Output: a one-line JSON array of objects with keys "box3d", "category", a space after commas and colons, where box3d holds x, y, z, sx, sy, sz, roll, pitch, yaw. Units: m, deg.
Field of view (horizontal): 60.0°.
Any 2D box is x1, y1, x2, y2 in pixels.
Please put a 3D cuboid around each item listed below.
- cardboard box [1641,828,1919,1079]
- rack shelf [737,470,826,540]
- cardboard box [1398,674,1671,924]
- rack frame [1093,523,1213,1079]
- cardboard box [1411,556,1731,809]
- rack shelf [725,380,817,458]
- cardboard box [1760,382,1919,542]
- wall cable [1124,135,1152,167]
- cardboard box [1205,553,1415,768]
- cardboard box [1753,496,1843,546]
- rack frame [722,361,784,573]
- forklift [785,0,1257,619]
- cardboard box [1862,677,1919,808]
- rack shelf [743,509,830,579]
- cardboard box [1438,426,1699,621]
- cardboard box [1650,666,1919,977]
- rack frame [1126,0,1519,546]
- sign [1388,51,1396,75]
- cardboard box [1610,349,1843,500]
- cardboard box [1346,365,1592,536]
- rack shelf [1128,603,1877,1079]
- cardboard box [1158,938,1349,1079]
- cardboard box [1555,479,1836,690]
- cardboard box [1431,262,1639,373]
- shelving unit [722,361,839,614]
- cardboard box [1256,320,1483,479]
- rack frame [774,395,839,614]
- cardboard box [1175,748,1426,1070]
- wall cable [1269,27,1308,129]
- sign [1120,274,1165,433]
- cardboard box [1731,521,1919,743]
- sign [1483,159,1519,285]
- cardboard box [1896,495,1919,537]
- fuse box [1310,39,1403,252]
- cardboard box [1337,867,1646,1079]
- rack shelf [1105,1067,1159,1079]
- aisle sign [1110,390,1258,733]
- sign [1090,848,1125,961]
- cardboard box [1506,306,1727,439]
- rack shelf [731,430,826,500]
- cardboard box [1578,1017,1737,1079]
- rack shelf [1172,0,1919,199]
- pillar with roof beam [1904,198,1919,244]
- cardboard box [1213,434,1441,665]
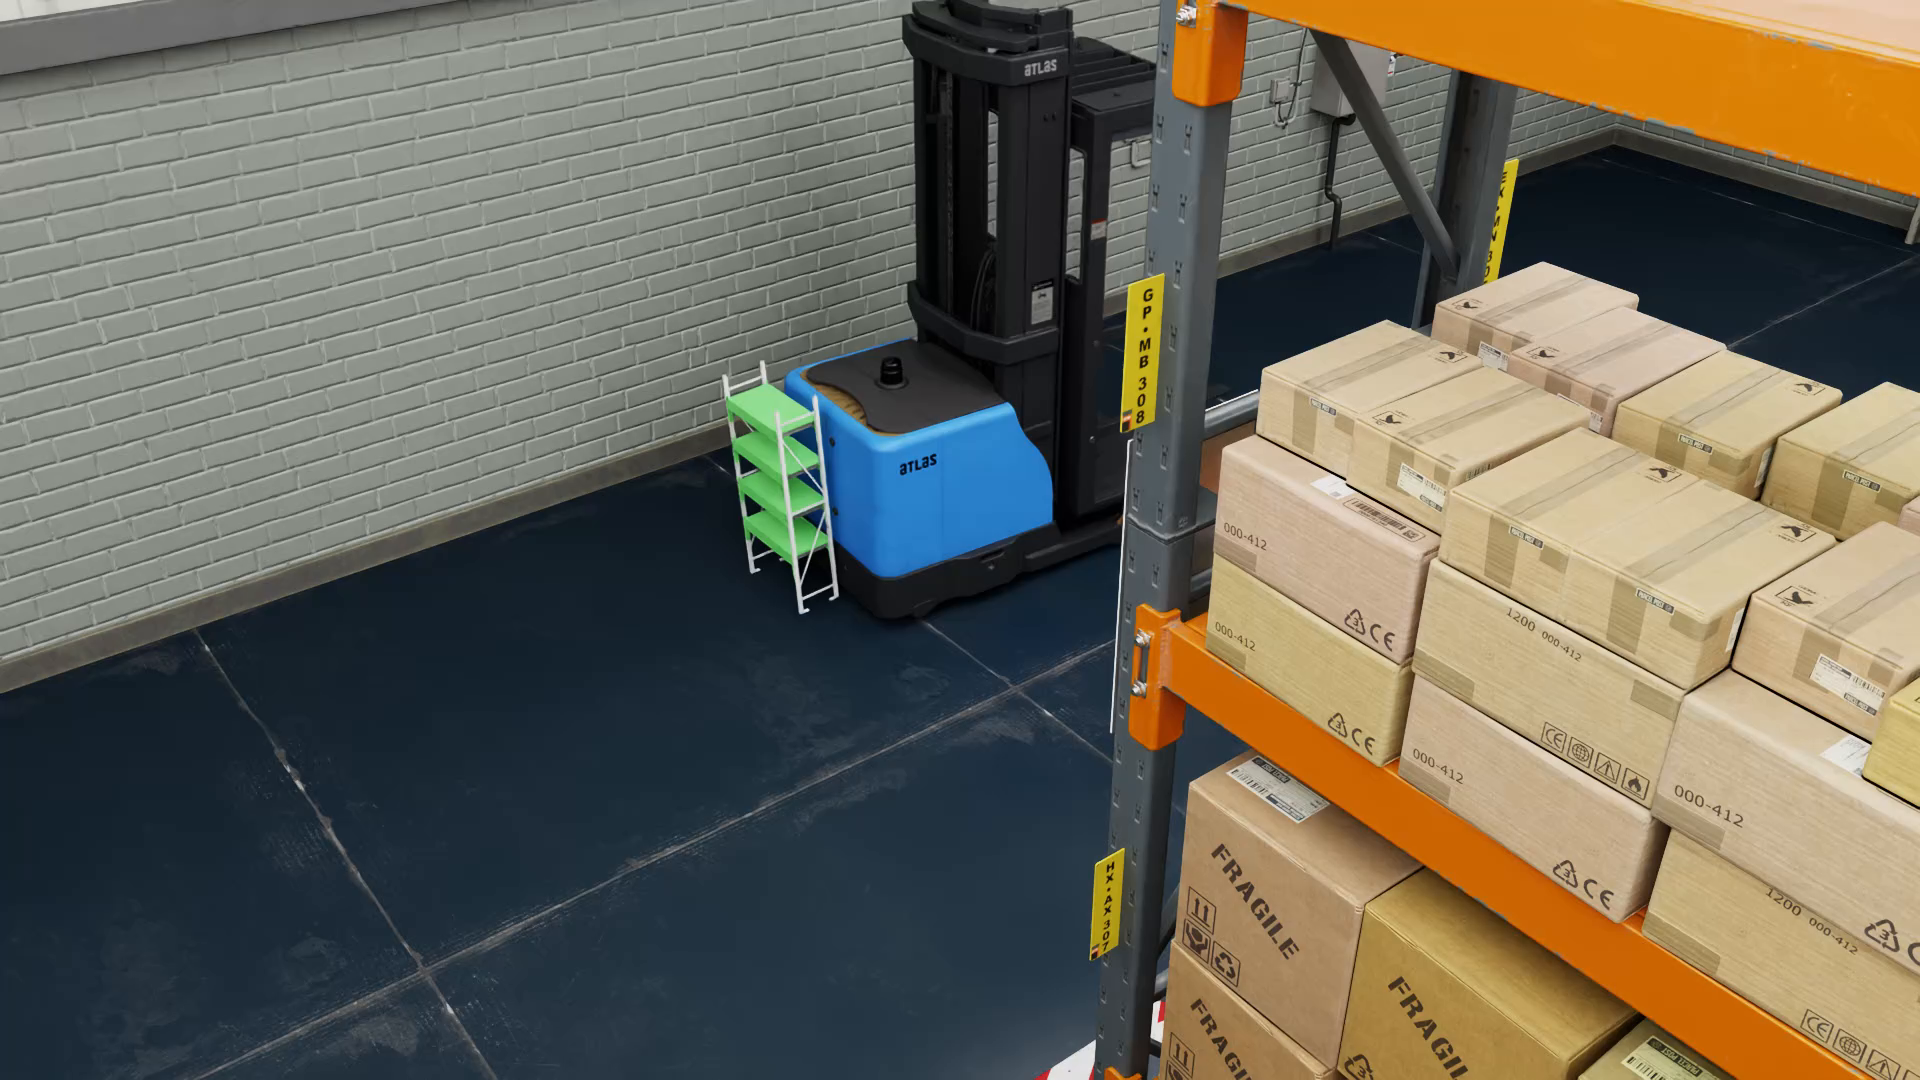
[{"box3d": [1.515, 0.589, 2.758, 0.500, 0.250, 0.500, -24, 39, -33], "category": "cardboard box"}, {"box3d": [-0.909, -0.208, 8.555, 0.258, 0.148, 0.480, -25, 39, -29], "category": "rack shelf"}, {"box3d": [1.189, 0.378, 3.097, 0.500, 0.250, 0.500, -21, 37, -30], "category": "cardboard box"}, {"box3d": [0.796, 1.098, 4.639, 1.000, 3.000, 0.127, -22, 38, -31], "category": "rack frame"}, {"box3d": [1.181, 0.159, 2.975, 0.500, 0.250, 0.500, -23, 38, -32], "category": "cardboard box"}, {"box3d": [-0.932, -0.606, 8.288, 0.258, 0.148, 0.480, -25, 39, -29], "category": "rack shelf"}, {"box3d": [1.711, -0.134, 3.071, 0.380, 0.149, 0.250, -22, 38, -31], "category": "cardboard box"}, {"box3d": [1.168, -3.333, 10.780, 0.585, 1.953, 0.123, -22, 38, -31], "category": "wall cable"}, {"box3d": [0.869, 0.157, 3.453, 0.500, 0.250, 0.500, -21, 37, -30], "category": "cardboard box"}, {"box3d": [1.594, -0.002, 3.236, 0.500, 0.250, 0.500, -23, 39, -33], "category": "cardboard box"}, {"box3d": [-1.059, -0.364, 8.684, 0.240, 1.200, 0.015, -25, 39, -29], "category": "rack frame"}, {"box3d": [0.584, -1.433, 8.779, 3.031, 2.935, 1.130, -19, 37, -28], "category": "forklift"}, {"box3d": [1.542, 0.279, 2.406, 0.380, 0.149, 0.250, -21, 38, -30], "category": "cardboard box"}, {"box3d": [-0.897, -0.009, 8.689, 0.258, 0.148, 0.480, -25, 39, -29], "category": "rack shelf"}, {"box3d": [1.066, -0.037, 2.913, 0.380, 0.149, 0.250, -22, 38, -31], "category": "cardboard box"}, {"box3d": [1.481, 0.374, 2.630, 0.500, 0.250, 0.500, -22, 38, -31], "category": "cardboard box"}, {"box3d": [0.796, -1.450, 3.056, 1.000, 3.000, 0.127, -22, 38, -31], "category": "rack frame"}, {"box3d": [3.180, -3.713, 12.475, 0.329, 0.494, 0.001, -22, 38, -31], "category": "sign"}, {"box3d": [1.464, -0.209, 3.192, 0.380, 0.149, 0.250, -24, 39, -33], "category": "cardboard box"}, {"box3d": [0.957, -0.174, 3.134, 0.380, 0.149, 0.250, -21, 37, -30], "category": "cardboard box"}, {"box3d": [2.022, 0.963, 2.695, 1.077, 0.370, 4.000, -22, 38, -31], "category": "rack shelf"}, {"box3d": [0.853, 1.206, 4.089, 0.500, 0.500, 0.500, -20, 37, -29], "category": "cardboard box"}, {"box3d": [1.214, 0.065, 2.750, 0.380, 0.149, 0.250, -22, 38, -31], "category": "cardboard box"}, {"box3d": [1.232, -0.451, 3.580, 0.380, 0.149, 0.250, -23, 38, -32], "category": "cardboard box"}, {"box3d": [-0.912, -0.261, 8.519, 0.258, 1.200, 0.503, -25, 39, -29], "category": "shelving unit"}, {"box3d": [0.815, -0.285, 3.314, 0.380, 0.149, 0.250, -23, 38, -32], "category": "cardboard box"}, {"box3d": [-0.764, -0.159, 8.354, 0.240, 1.200, 0.015, -25, 39, -29], "category": "rack frame"}, {"box3d": [0.861, 0.778, 3.831, 0.500, 0.500, 0.500, -23, 38, -32], "category": "cardboard box"}, {"box3d": [2.281, -3.783, 11.535, 0.588, 1.984, 0.122, -22, 38, -31], "category": "wall cable"}, {"box3d": [0.367, -0.372, 3.334, 0.100, 0.325, 0.005, -22, 38, -31], "category": "sign"}, {"box3d": [1.455, 0.138, 2.632, 0.380, 0.149, 0.250, -21, 38, -30], "category": "cardboard box"}, {"box3d": [1.247, -0.723, 3.890, 0.100, 0.325, 0.005, -22, 38, -31], "category": "sign"}, {"box3d": [1.819, -0.009, 2.869, 0.380, 0.149, 0.250, -23, 39, -32], "category": "cardboard box"}, {"box3d": [2.917, -2.959, 12.393, 0.539, 1.711, 0.414, -22, 38, -31], "category": "fuse box"}, {"box3d": [1.176, 0.986, 3.495, 0.500, 0.500, 0.500, -21, 38, -30], "category": "cardboard box"}, {"box3d": [2.022, 2.237, 3.487, 1.077, 0.370, 4.000, -22, 38, -31], "category": "rack shelf"}, {"box3d": [0.514, 0.060, 3.846, 0.394, 0.787, 0.004, -22, 38, -31], "category": "aisle sign"}, {"box3d": [0.367, 0.906, 4.128, 0.100, 0.325, 0.005, -22, 38, -31], "category": "sign"}, {"box3d": [1.323, -0.323, 3.375, 0.380, 0.149, 0.250, -22, 38, -31], "category": "cardboard box"}, {"box3d": [-0.920, -0.407, 8.421, 0.258, 0.148, 0.480, -25, 39, -29], "category": "rack shelf"}, {"box3d": [1.477, 1.210, 3.135, 0.500, 0.500, 0.500, -23, 39, -32], "category": "cardboard box"}, {"box3d": [2.022, -0.310, 1.905, 1.077, 0.370, 4.000, -22, 38, -31], "category": "rack shelf"}, {"box3d": [4.221, -4.724, 8.327, 9.100, 9.000, 0.400, -22, 38, -31], "category": "pillar with roof beam"}, {"box3d": [0.866, -0.054, 3.319, 0.500, 0.250, 0.500, -22, 38, -31], "category": "cardboard box"}]
